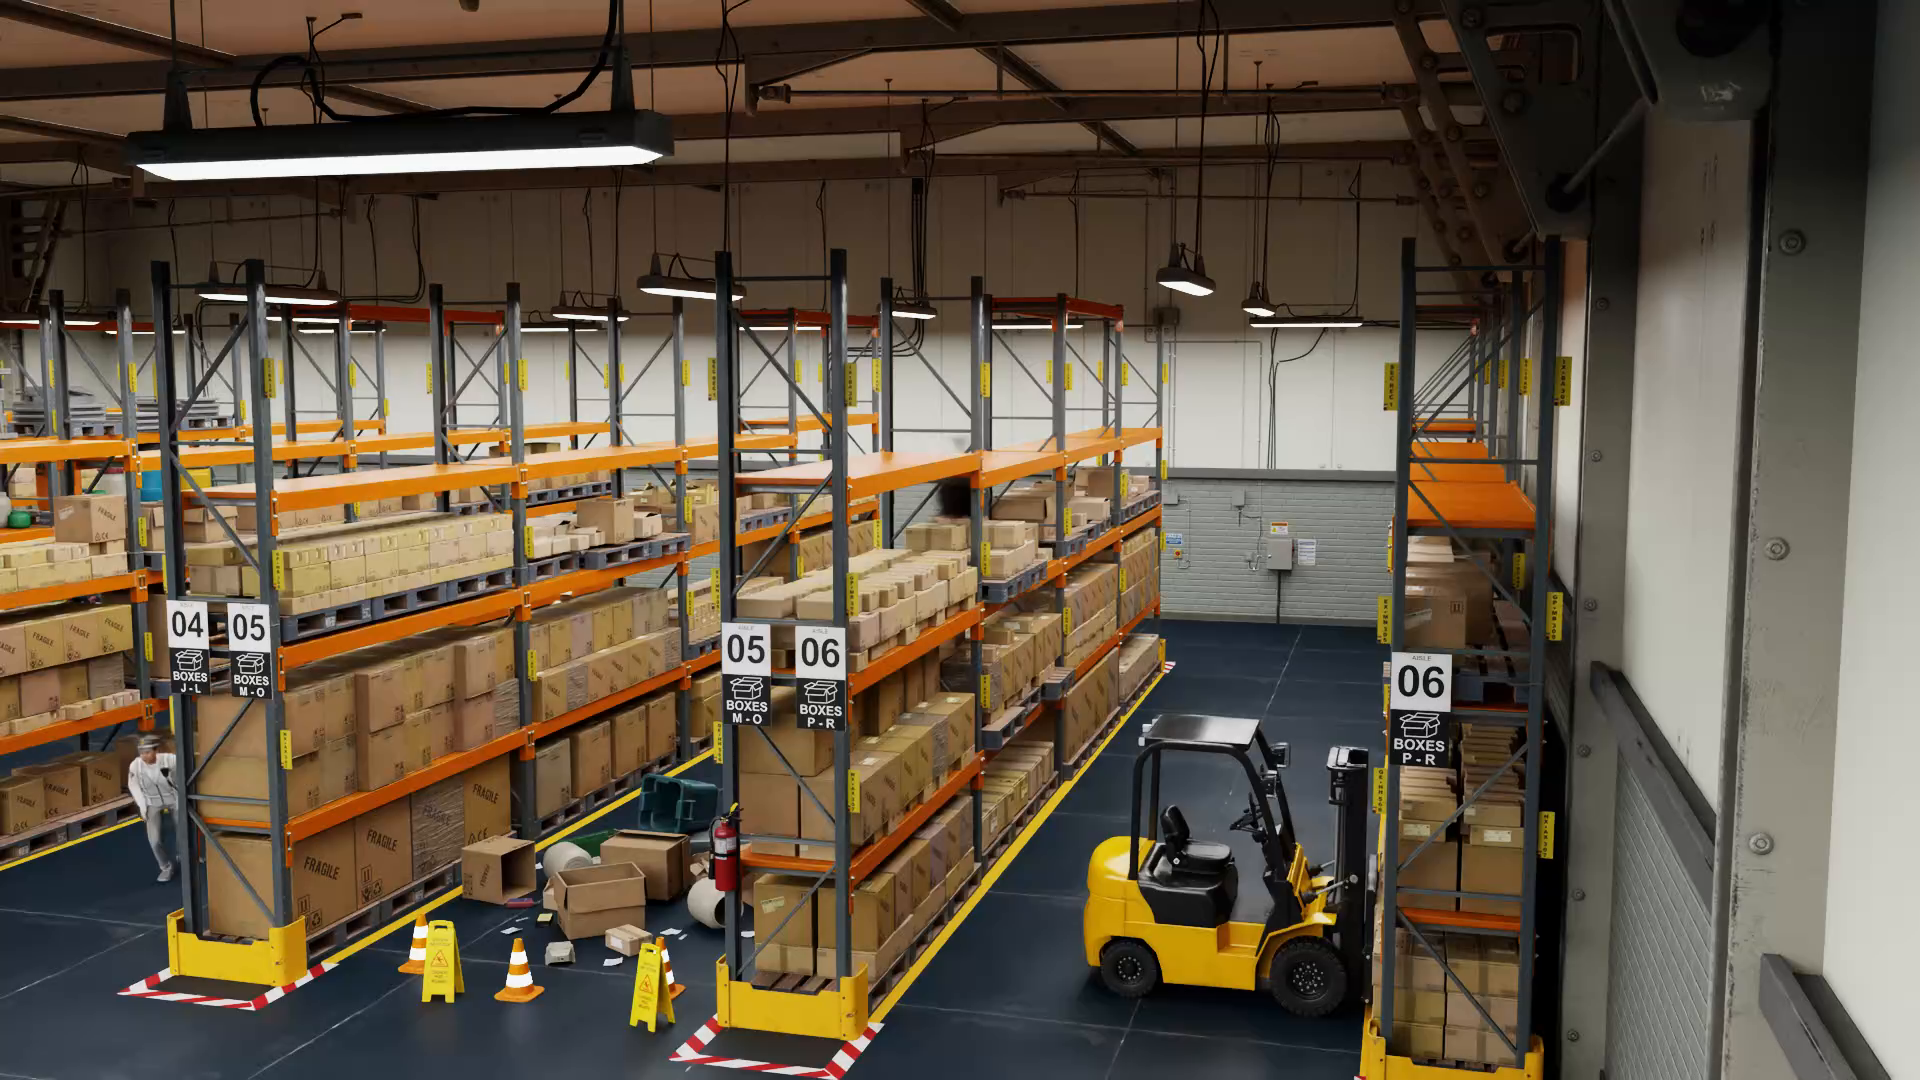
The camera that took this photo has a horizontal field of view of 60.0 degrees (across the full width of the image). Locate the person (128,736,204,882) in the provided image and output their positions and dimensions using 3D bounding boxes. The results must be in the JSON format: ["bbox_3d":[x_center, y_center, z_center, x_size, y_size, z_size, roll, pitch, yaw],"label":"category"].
[{"bbox_3d":[-7.979,2.651,16.689,0.637,1.533,0.824,-3,7,-24],"label":"person"}]

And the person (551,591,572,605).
[{"bbox_3d":[-6.161,1.554,26.167,0.684,1.707,0.698,0,6,0],"label":"person"}]
